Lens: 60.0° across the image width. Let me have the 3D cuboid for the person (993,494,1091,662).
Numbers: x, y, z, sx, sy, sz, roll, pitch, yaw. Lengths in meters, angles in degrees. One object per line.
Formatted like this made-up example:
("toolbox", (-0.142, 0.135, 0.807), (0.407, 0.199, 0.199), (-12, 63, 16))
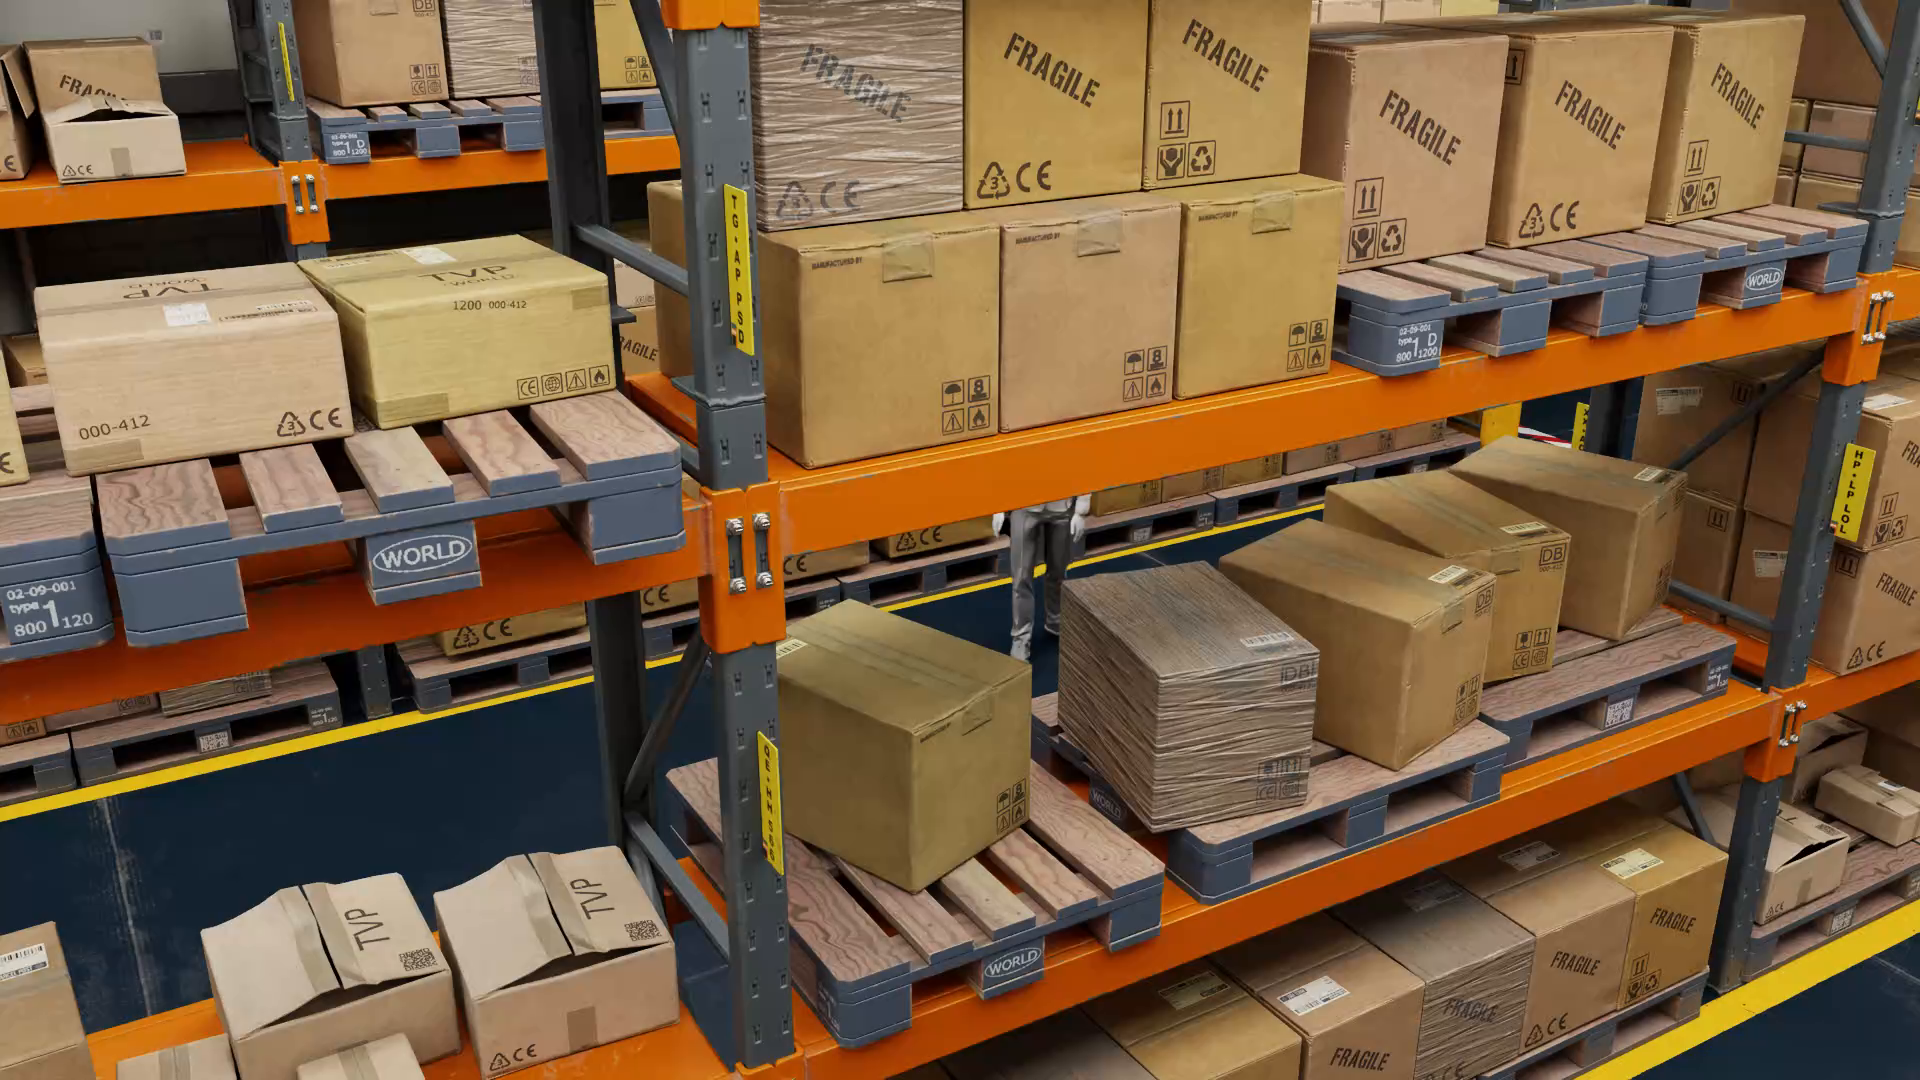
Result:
("person", (0.441, -0.151, 8.909), (0.530, 1.656, 0.584), (0, 22, 0))
